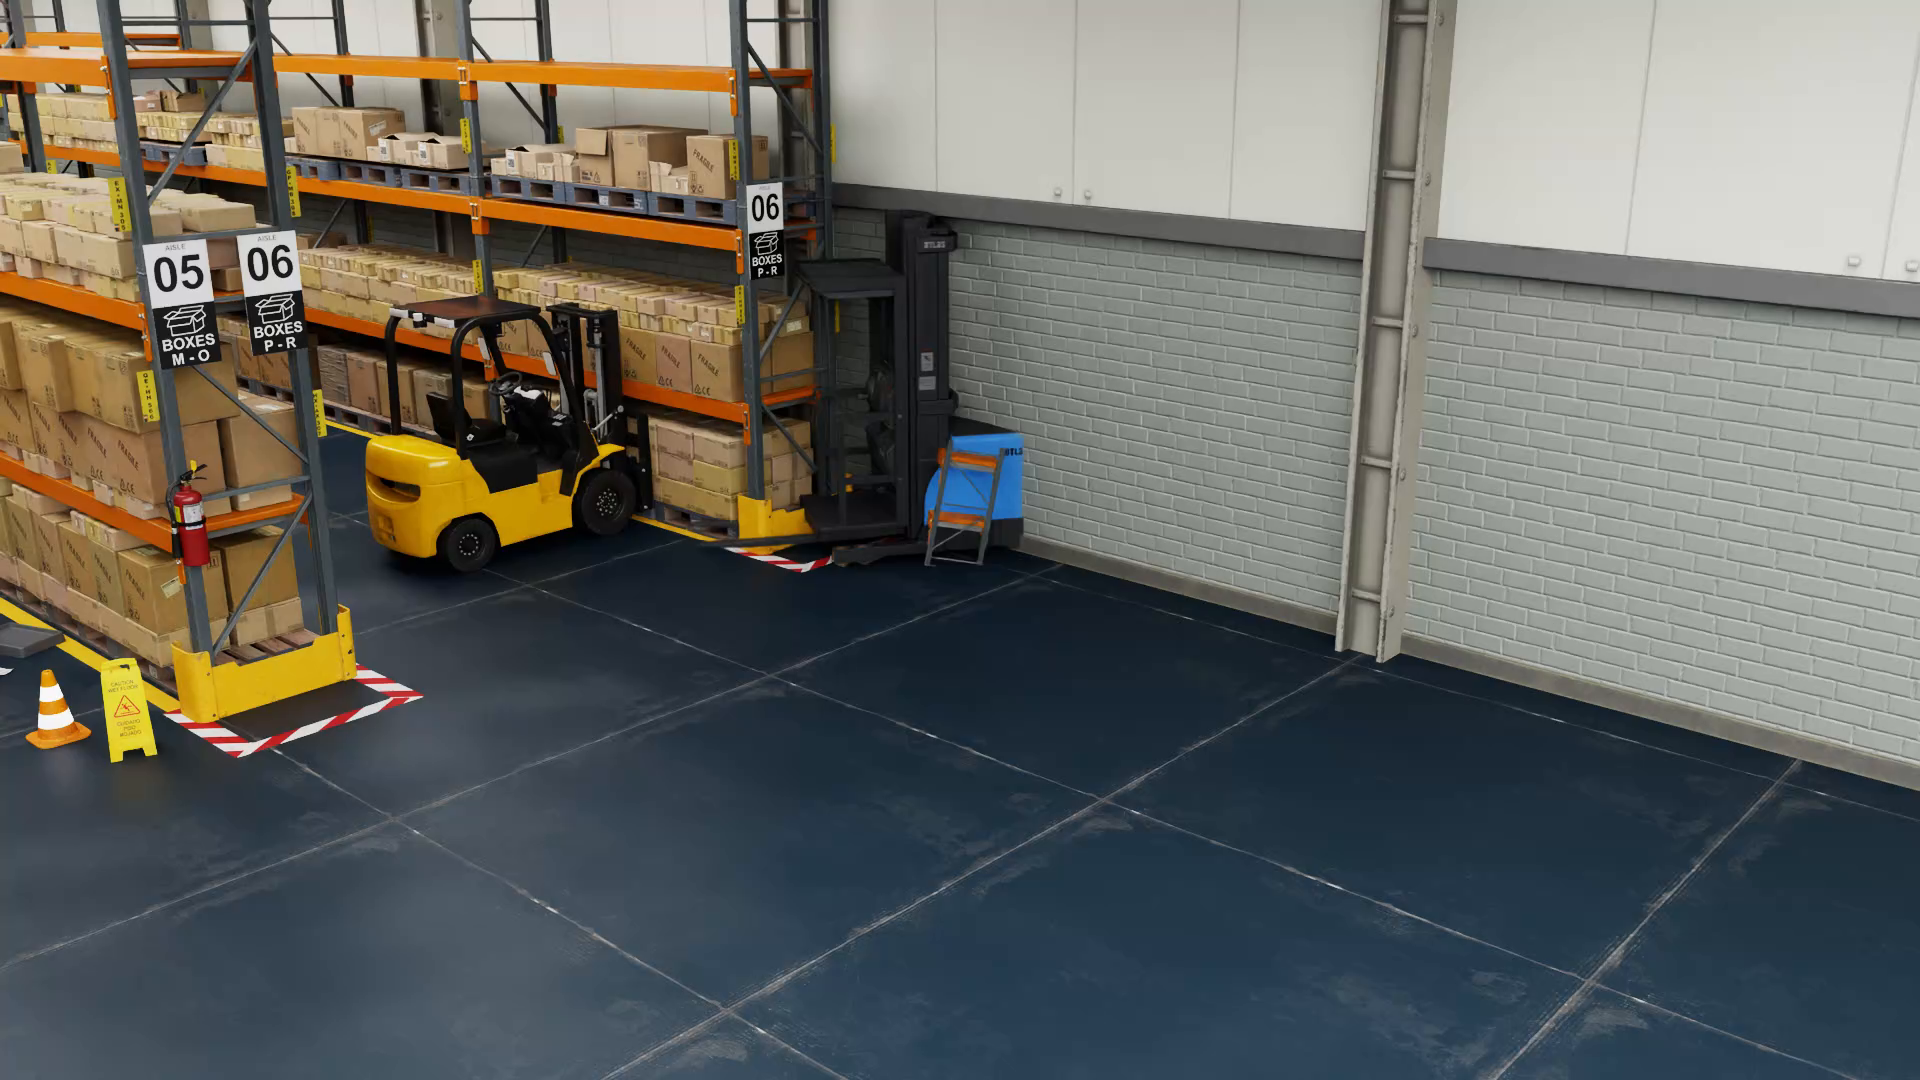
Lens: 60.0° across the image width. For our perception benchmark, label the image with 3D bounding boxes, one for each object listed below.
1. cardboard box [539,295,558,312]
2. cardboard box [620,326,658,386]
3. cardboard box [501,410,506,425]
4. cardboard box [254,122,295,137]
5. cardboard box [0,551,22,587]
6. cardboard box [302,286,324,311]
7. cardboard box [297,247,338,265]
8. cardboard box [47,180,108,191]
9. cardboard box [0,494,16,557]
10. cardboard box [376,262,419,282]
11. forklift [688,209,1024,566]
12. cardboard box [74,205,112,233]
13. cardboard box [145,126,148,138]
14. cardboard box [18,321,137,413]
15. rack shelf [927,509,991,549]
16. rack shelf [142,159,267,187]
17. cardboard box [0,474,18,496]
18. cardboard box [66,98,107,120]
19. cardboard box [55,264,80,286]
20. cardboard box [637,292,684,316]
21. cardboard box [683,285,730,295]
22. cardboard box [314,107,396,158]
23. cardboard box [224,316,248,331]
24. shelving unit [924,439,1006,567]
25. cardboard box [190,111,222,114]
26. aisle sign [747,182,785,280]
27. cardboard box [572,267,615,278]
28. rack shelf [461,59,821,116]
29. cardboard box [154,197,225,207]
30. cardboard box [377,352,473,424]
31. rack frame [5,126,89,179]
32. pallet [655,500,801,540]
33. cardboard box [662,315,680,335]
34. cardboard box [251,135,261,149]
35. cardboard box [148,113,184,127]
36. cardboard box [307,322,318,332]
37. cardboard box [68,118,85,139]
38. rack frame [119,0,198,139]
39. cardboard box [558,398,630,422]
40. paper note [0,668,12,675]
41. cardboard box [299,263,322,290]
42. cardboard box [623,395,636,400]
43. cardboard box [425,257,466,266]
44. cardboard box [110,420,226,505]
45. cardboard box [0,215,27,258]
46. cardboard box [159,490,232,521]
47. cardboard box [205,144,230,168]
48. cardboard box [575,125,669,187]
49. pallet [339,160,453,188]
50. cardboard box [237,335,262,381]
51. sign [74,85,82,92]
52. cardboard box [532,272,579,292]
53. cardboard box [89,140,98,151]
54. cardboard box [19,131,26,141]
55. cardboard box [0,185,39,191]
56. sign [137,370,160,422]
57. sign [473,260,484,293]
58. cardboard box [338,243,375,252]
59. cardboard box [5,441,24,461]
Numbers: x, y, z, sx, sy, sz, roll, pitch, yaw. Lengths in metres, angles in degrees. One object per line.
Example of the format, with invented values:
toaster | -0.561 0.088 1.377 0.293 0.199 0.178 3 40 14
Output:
cardboard box | -3.884 -2.332 16.263 0.250 0.149 0.380 16 23 40
cardboard box | -2.808 -1.755 15.519 0.500 0.500 0.500 14 23 38
cardboard box | -4.335 -1.223 17.033 0.500 0.250 0.500 15 23 39
cardboard box | -7.937 -4.758 19.283 0.250 0.149 0.380 16 24 41
cardboard box | -7.521 0.151 13.528 0.500 0.250 0.500 14 22 37
cardboard box | -7.314 -2.850 19.380 0.500 0.250 0.500 15 23 39
cardboard box | -7.440 -3.292 19.288 0.250 0.149 0.380 16 24 41
cardboard box | -6.612 -2.609 12.512 0.250 0.149 0.380 14 23 38
cardboard box | -7.521 -0.206 13.414 0.500 0.500 0.500 16 24 42
cardboard box | -6.119 -2.923 18.126 0.250 0.149 0.380 14 23 38
forklift | -0.876 -1.346 14.507 3.031 2.935 1.130 -4 18 -14
cardboard box | -5.611 -2.134 11.016 0.250 0.149 0.380 15 23 39
cardboard box | -10.091 -5.188 21.097 0.250 0.149 0.380 15 23 40
cardboard box | -6.142 -1.237 11.741 0.500 0.500 0.700 15 23 39
rack shelf | -0.099 -0.202 14.801 0.538 0.278 1.000 8 15 -13
rack shelf | -8.979 -4.554 20.733 4.000 0.370 1.077 15 23 39
cardboard box | -7.468 -0.477 13.194 0.250 0.149 0.380 15 23 40
cardboard box | -11.771 -5.858 22.581 0.500 0.250 0.500 16 23 40
cardboard box | -5.991 -1.863 11.479 0.250 0.149 0.380 15 23 39
cardboard box | -2.732 -2.165 15.246 0.250 0.149 0.380 16 23 41
cardboard box | -2.378 -2.284 15.620 0.250 0.149 0.380 16 24 41
cardboard box | -6.659 -4.512 18.385 0.500 0.500 0.700 14 23 38
cardboard box | -9.144 -2.759 21.212 0.250 0.149 0.380 15 23 39
shelving unit | -0.052 -0.433 14.738 0.538 1.125 1.048 8 15 -13
cardboard box | -9.584 -5.385 21.227 0.250 0.149 0.380 16 24 41
aisle sign | -1.646 -2.619 14.107 0.004 0.787 0.394 15 23 39
cardboard box | -3.685 -2.655 16.791 0.250 0.149 0.380 15 23 39
rack shelf | -2.996 -4.187 15.278 4.000 0.370 1.077 15 23 39
cardboard box | -5.267 -2.254 11.394 0.250 0.149 0.380 15 23 39
cardboard box | -6.028 -1.741 18.870 0.625 0.625 0.875 14 22 37
rack frame | -13.467 -4.672 24.874 0.127 3.000 1.000 15 23 39
pallet | -2.100 -0.274 15.627 1.213 0.211 1.003 15 23 39
cardboard box | -2.487 -1.985 15.171 0.250 0.149 0.380 15 23 39
cardboard box | -8.089 -4.687 19.552 0.250 0.149 0.380 14 23 38
cardboard box | -9.924 -5.265 20.849 0.250 0.149 0.380 15 23 38
cardboard box | -8.087 -2.650 20.869 0.250 0.149 0.380 15 23 40
cardboard box | -11.773 -5.616 22.648 0.500 0.250 0.500 16 23 40
rack frame | -10.475 -6.728 21.436 0.127 3.000 1.000 15 23 39
cardboard box | -3.582 -1.258 16.316 0.500 0.250 0.500 16 24 41
paper note | -6.974 0.953 12.059 0.148 0.019 0.142 7 19 21
cardboard box | -7.330 -3.082 19.287 0.500 0.250 0.500 15 23 39
cardboard box | -3.237 -1.371 16.670 0.500 0.250 0.500 15 23 40
cardboard box | -5.721 -3.055 18.542 0.250 0.149 0.380 15 23 40
cardboard box | -5.380 -0.572 11.297 0.500 0.500 0.500 15 23 38
cardboard box | -6.499 -2.183 11.828 0.500 0.250 0.500 15 23 40
cardboard box | -5.213 -0.243 11.332 0.250 0.149 0.380 16 24 41
cardboard box | -8.779 -4.673 20.167 0.500 0.250 0.500 15 23 39
cardboard box | -3.104 -3.574 15.426 0.637 0.503 0.797 16 24 41
pallet | -6.078 -4.065 18.316 1.213 0.211 1.003 16 24 42
cardboard box | -8.703 -2.318 20.895 0.500 0.500 0.500 16 24 42
sign | -13.083 -6.645 24.669 0.005 0.325 0.100 15 23 39
cardboard box | -3.998 -2.549 16.455 0.250 0.149 0.380 14 23 38
cardboard box | -11.497 -5.340 22.436 0.250 0.149 0.380 15 23 39
cardboard box | -13.383 -5.865 24.091 0.250 0.149 0.380 16 23 40
cardboard box | -6.961 -2.494 12.149 0.250 0.149 0.380 14 22 37
sign | -5.175 -0.917 10.604 0.005 0.325 0.100 15 23 39
sign | -4.844 -2.652 16.726 0.005 0.325 0.100 15 23 39
cardboard box | -7.106 -3.403 19.638 0.250 0.149 0.380 16 24 41
cardboard box | -7.157 -0.740 12.900 0.250 0.149 0.380 16 24 41
